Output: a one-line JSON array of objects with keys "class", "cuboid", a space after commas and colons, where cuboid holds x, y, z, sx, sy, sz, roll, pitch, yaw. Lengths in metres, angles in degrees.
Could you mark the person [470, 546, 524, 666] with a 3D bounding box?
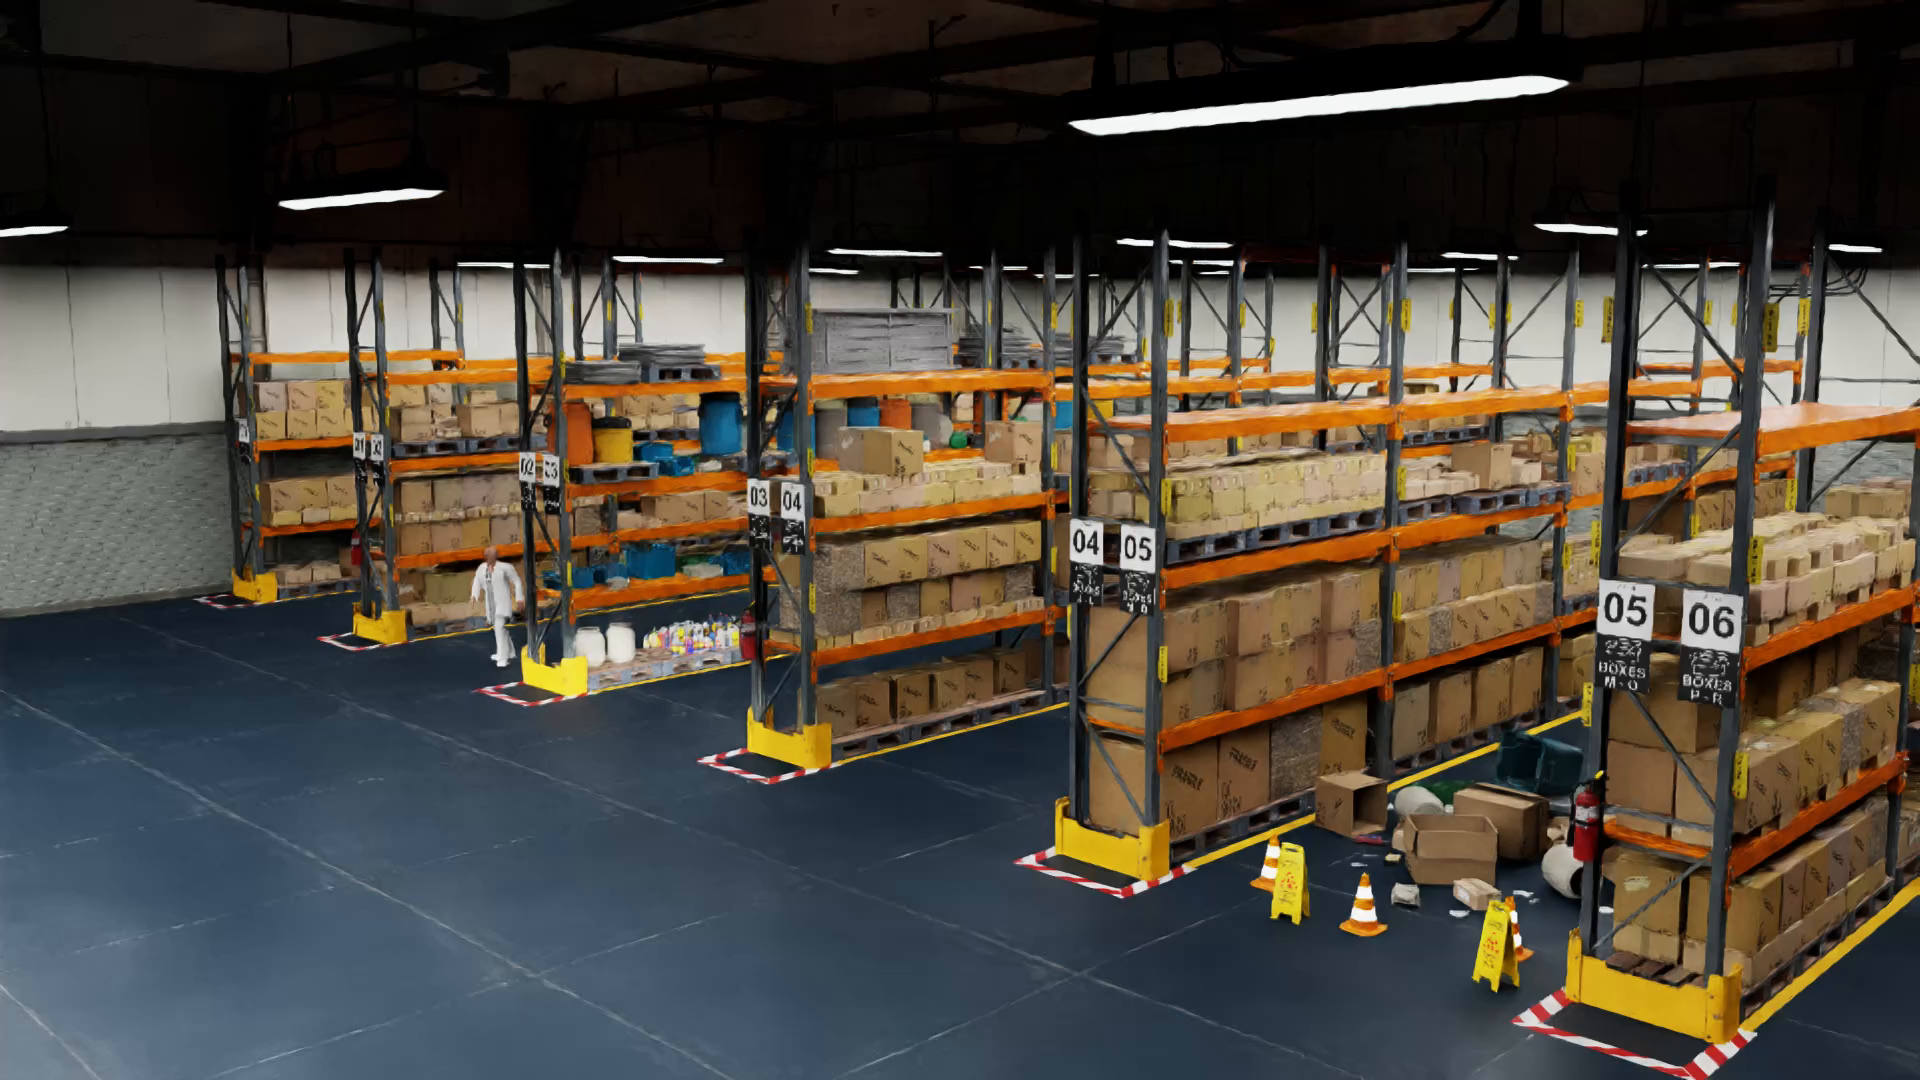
[{"class": "person", "cuboid": [-6.637, 0.927, 23.923, 0.728, 1.722, 0.853, 4, 9, 25]}]
